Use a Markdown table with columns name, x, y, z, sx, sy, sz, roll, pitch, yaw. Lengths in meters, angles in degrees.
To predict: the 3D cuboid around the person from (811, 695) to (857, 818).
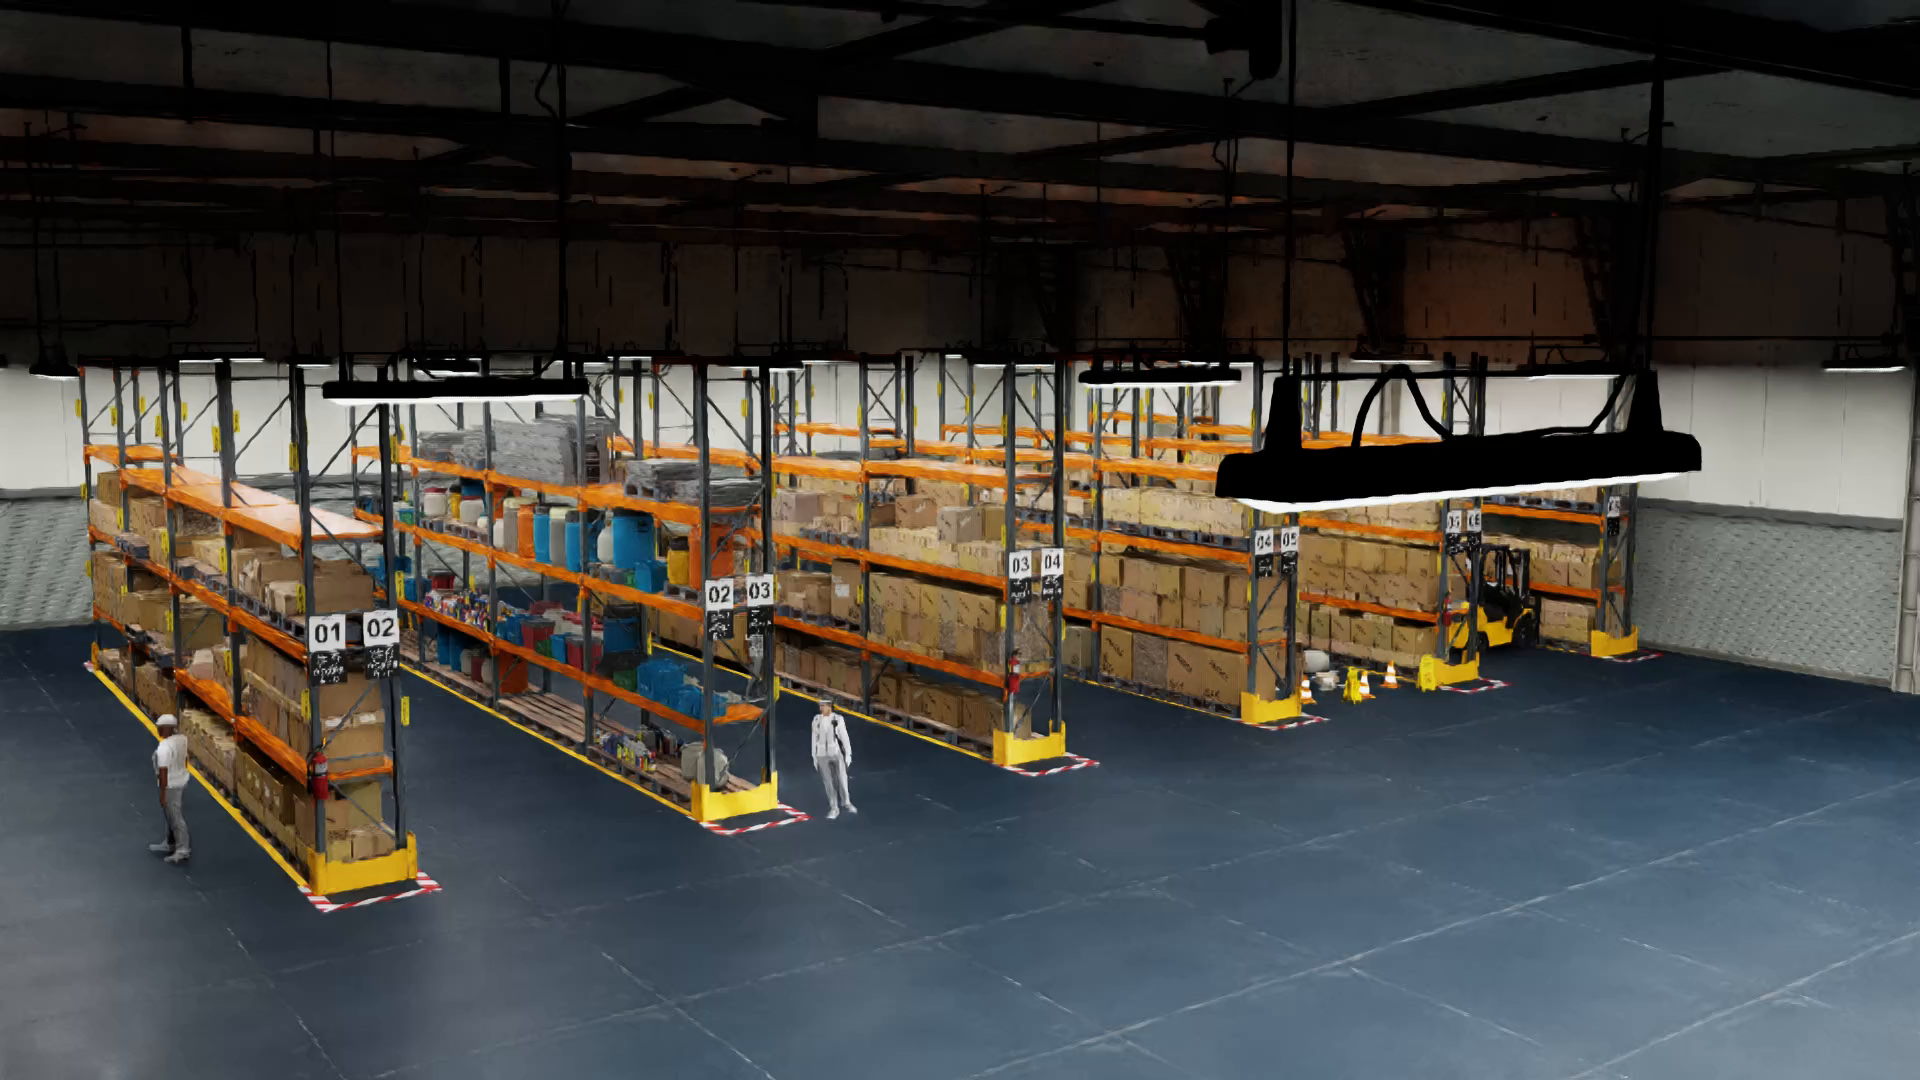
| name | x | y | z | sx | sy | sz | roll | pitch | yaw |
| --- | --- | --- | --- | --- | --- | --- | --- | --- | --- |
| person | -1.666 | 2.850 | 21.977 | 0.596 | 1.656 | 0.446 | 1 | 7 | 7 |

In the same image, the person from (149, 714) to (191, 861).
| name | x | y | z | sx | sy | sz | roll | pitch | yaw |
| --- | --- | --- | --- | --- | --- | --- | --- | --- | --- |
| person | -9.691 | 2.985 | 20.297 | 0.588 | 1.761 | 0.763 | -1 | 7 | -5 |

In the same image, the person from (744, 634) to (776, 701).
| name | x | y | z | sx | sy | sz | roll | pitch | yaw |
| --- | --- | --- | --- | --- | --- | --- | --- | --- | --- |
| person | -3.490 | 2.020 | 29.005 | 0.592 | 1.629 | 0.532 | -5 | 9 | -37 |
